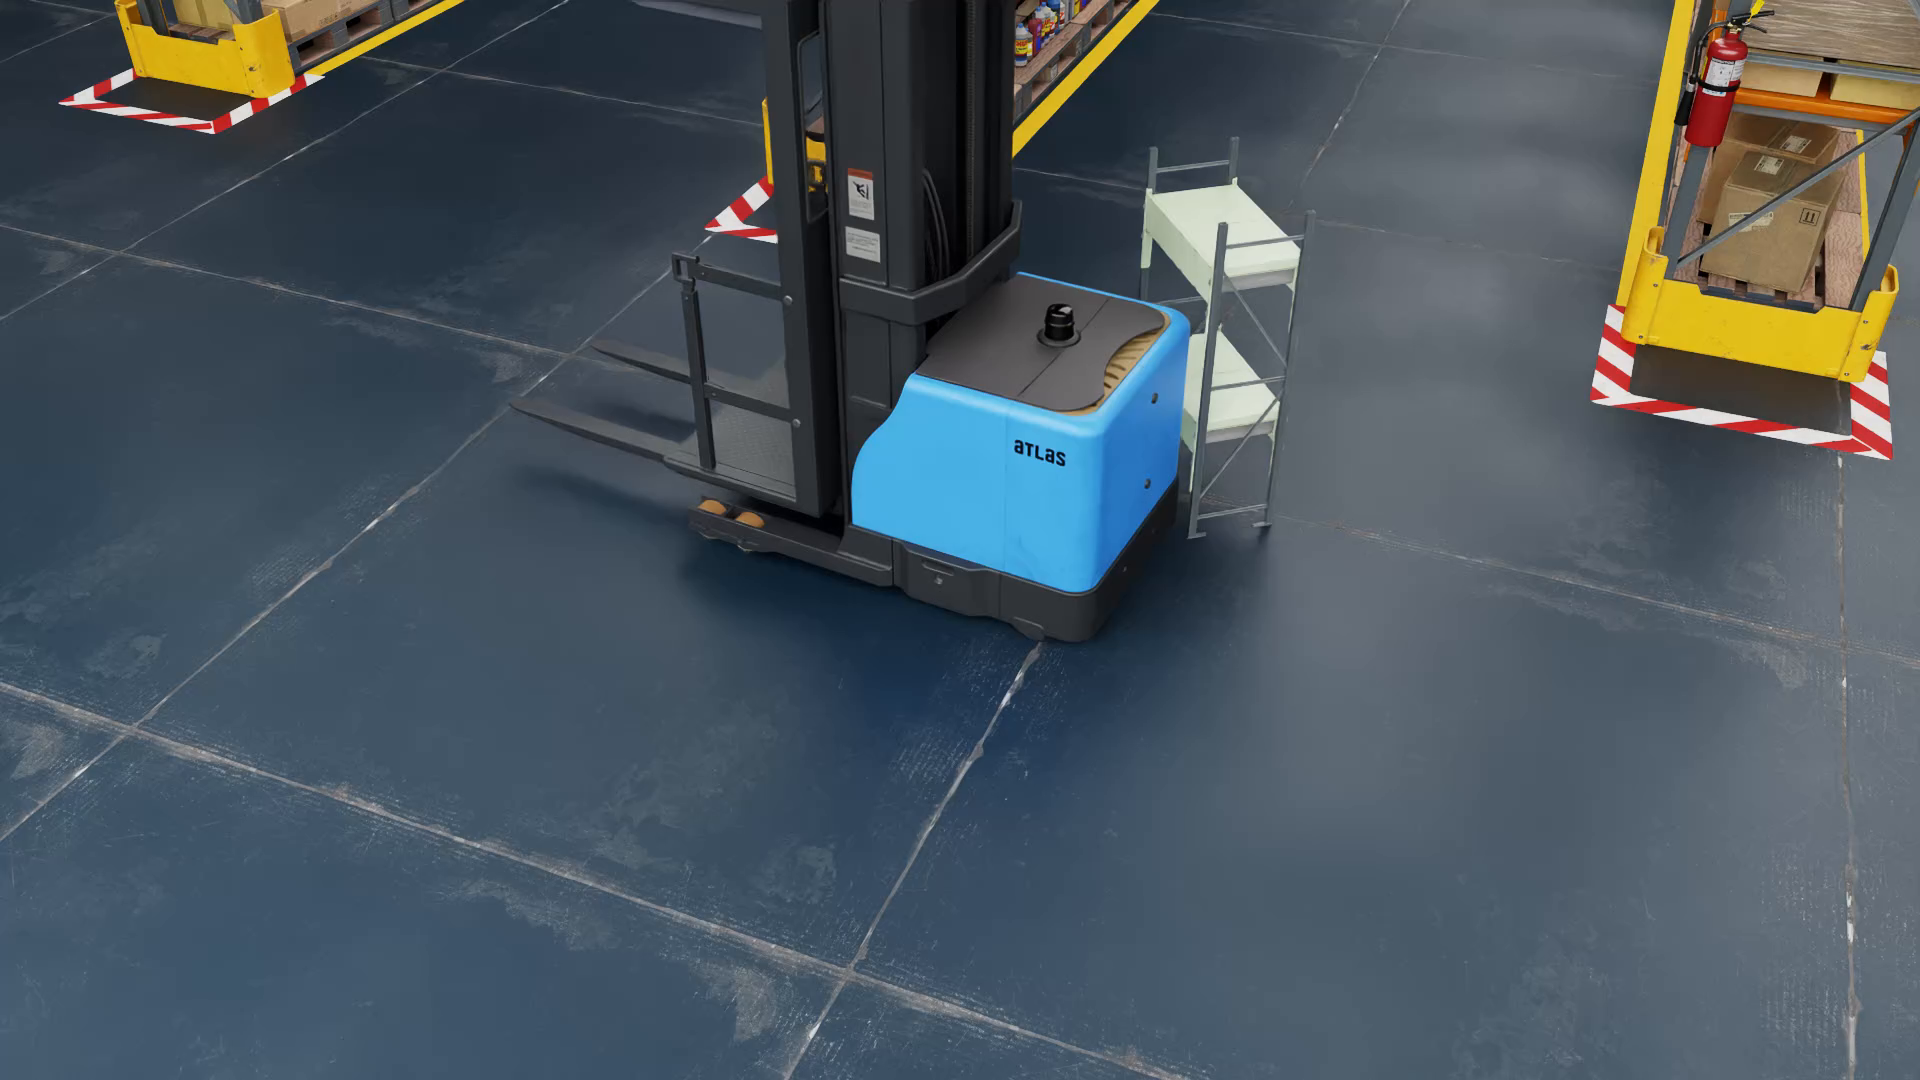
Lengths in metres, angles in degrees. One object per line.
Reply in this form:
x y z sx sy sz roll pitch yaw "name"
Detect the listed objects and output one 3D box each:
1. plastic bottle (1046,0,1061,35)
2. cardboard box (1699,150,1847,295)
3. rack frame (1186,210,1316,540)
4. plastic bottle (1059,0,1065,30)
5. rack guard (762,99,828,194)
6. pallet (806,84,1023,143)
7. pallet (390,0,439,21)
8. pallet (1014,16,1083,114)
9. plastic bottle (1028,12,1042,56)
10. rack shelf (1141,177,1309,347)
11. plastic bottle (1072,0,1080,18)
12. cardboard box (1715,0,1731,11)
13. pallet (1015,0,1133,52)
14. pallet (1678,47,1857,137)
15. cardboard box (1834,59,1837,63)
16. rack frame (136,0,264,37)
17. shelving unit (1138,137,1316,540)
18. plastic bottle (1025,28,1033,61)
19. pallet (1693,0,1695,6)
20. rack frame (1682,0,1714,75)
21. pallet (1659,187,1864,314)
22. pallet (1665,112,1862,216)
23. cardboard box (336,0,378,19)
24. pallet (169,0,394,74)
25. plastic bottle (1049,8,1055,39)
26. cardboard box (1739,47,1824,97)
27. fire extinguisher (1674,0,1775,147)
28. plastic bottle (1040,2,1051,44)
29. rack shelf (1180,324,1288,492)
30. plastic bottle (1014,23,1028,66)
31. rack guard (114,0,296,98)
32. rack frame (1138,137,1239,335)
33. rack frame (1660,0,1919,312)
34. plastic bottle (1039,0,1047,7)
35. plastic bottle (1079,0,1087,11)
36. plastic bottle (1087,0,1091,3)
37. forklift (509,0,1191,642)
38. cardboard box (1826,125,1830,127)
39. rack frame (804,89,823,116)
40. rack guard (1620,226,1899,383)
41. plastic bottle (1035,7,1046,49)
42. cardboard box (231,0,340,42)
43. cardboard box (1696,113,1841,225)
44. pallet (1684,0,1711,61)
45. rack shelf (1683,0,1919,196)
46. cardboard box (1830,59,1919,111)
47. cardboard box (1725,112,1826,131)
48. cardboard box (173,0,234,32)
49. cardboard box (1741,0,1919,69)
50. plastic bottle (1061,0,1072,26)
0.647 -3.663 11.556 0.097 0.271 0.097 0 37 0 "plastic bottle"
4.257 -1.670 8.715 0.500 0.500 0.500 21 42 26 "cardboard box"
1.184 -0.642 6.856 0.400 1.500 0.023 -10 38 -13 "rack frame"
0.686 -3.691 11.652 0.097 0.201 0.097 0 37 0 "plastic bottle"
-0.591 -2.341 9.964 1.175 0.500 0.348 14 39 18 "rack guard"
-0.277 -2.673 10.650 1.003 0.211 1.213 14 39 18 "pallet"
-4.438 -4.409 12.972 1.003 0.211 1.213 14 39 18 "pallet"
0.189 -3.347 11.551 1.003 0.211 1.213 14 39 18 "pallet"
0.505 -3.431 11.236 0.061 0.283 0.133 14 39 18 "plastic bottle"
1.083 -1.165 6.904 0.431 0.370 0.720 -10 38 -13 "rack shelf"
0.771 -3.912 11.823 0.144 0.351 0.185 14 39 17 "plastic bottle"
4.318 -2.922 8.322 0.875 0.500 0.500 14 39 18 "cardboard box"
0.652 -4.024 12.458 1.003 0.211 1.213 14 39 18 "pallet"
5.303 -2.879 10.925 1.003 0.211 1.213 14 39 18 "pallet"
4.446 -2.298 8.028 0.380 0.149 0.250 14 39 18 "cardboard box"
-5.156 -4.419 10.657 1.000 3.000 0.127 14 39 18 "rack frame"
1.083 -0.852 7.138 0.431 1.500 0.755 -10 38 -13 "shelving unit"
0.441 -3.334 11.176 0.097 0.201 0.097 0 37 0 "plastic bottle"
6.284 -4.368 12.917 1.003 0.211 1.213 14 39 18 "pallet"
5.526 -4.375 10.598 1.000 3.000 0.127 14 39 18 "rack frame"
4.375 -1.528 9.117 1.003 0.211 1.213 14 39 18 "pallet"
4.841 -2.201 10.018 1.003 0.211 1.213 14 39 18 "pallet"
-4.559 -4.010 12.056 0.500 0.250 0.500 14 39 18 "cardboard box"
-4.903 -3.735 12.071 1.003 0.211 1.213 14 39 18 "pallet"
0.608 -3.577 11.500 0.097 0.201 0.097 0 37 0 "plastic bottle"
3.922 -2.265 7.985 0.380 0.149 0.250 14 39 18 "cardboard box"
3.534 -2.171 7.714 0.296 0.674 0.183 14 39 18 "fire extinguisher"
0.570 -3.550 11.406 0.097 0.271 0.097 0 37 0 "plastic bottle"
1.083 -0.591 7.333 0.431 0.370 0.720 -10 38 -13 "rack shelf"
0.402 -3.305 11.078 0.097 0.271 0.097 0 37 0 "plastic bottle"
-5.165 -3.405 11.388 1.175 0.500 0.348 14 39 18 "rack guard"
0.983 -1.063 7.419 0.400 1.500 0.023 -10 38 -13 "rack frame"
4.004 -2.161 7.635 1.000 3.000 0.127 14 39 18 "rack frame"
0.607 -3.819 11.756 0.061 0.283 0.133 14 39 18 "plastic bottle"
0.871 -3.964 11.949 0.061 0.283 0.133 16 40 21 "plastic bottle"
0.894 -4.090 12.062 0.144 0.351 0.185 12 38 15 "plastic bottle"
-0.605 -1.387 6.658 3.031 2.935 1.130 17 40 22 "forklift"
4.962 -2.649 10.026 0.500 0.500 0.500 11 38 14 "cardboard box"
-0.576 -3.289 9.145 1.000 3.000 0.127 14 39 18 "rack frame"
4.033 -1.202 8.440 1.175 0.500 0.348 14 39 18 "rack guard"
0.532 -3.495 11.332 0.097 0.271 0.097 0 37 0 "plastic bottle"
-4.746 -3.732 11.684 0.500 0.250 0.500 14 39 18 "cardboard box"
4.453 -2.008 9.169 0.500 0.500 0.500 25 43 29 "cardboard box"
5.821 -3.690 12.010 1.003 0.211 1.213 14 39 18 "pallet"
4.765 -2.980 9.332 1.077 0.370 4.000 14 39 18 "rack shelf"
4.333 -2.164 7.849 0.380 0.149 0.250 14 39 18 "cardboard box"
4.709 -2.351 9.627 0.500 0.500 0.500 18 40 22 "cardboard box"
-5.225 -3.850 11.842 0.500 0.250 0.500 14 39 18 "cardboard box"
4.239 -2.618 7.915 0.875 0.500 0.500 14 39 18 "cardboard box"
0.706 -3.792 11.726 0.152 0.276 0.135 15 39 19 "plastic bottle"
